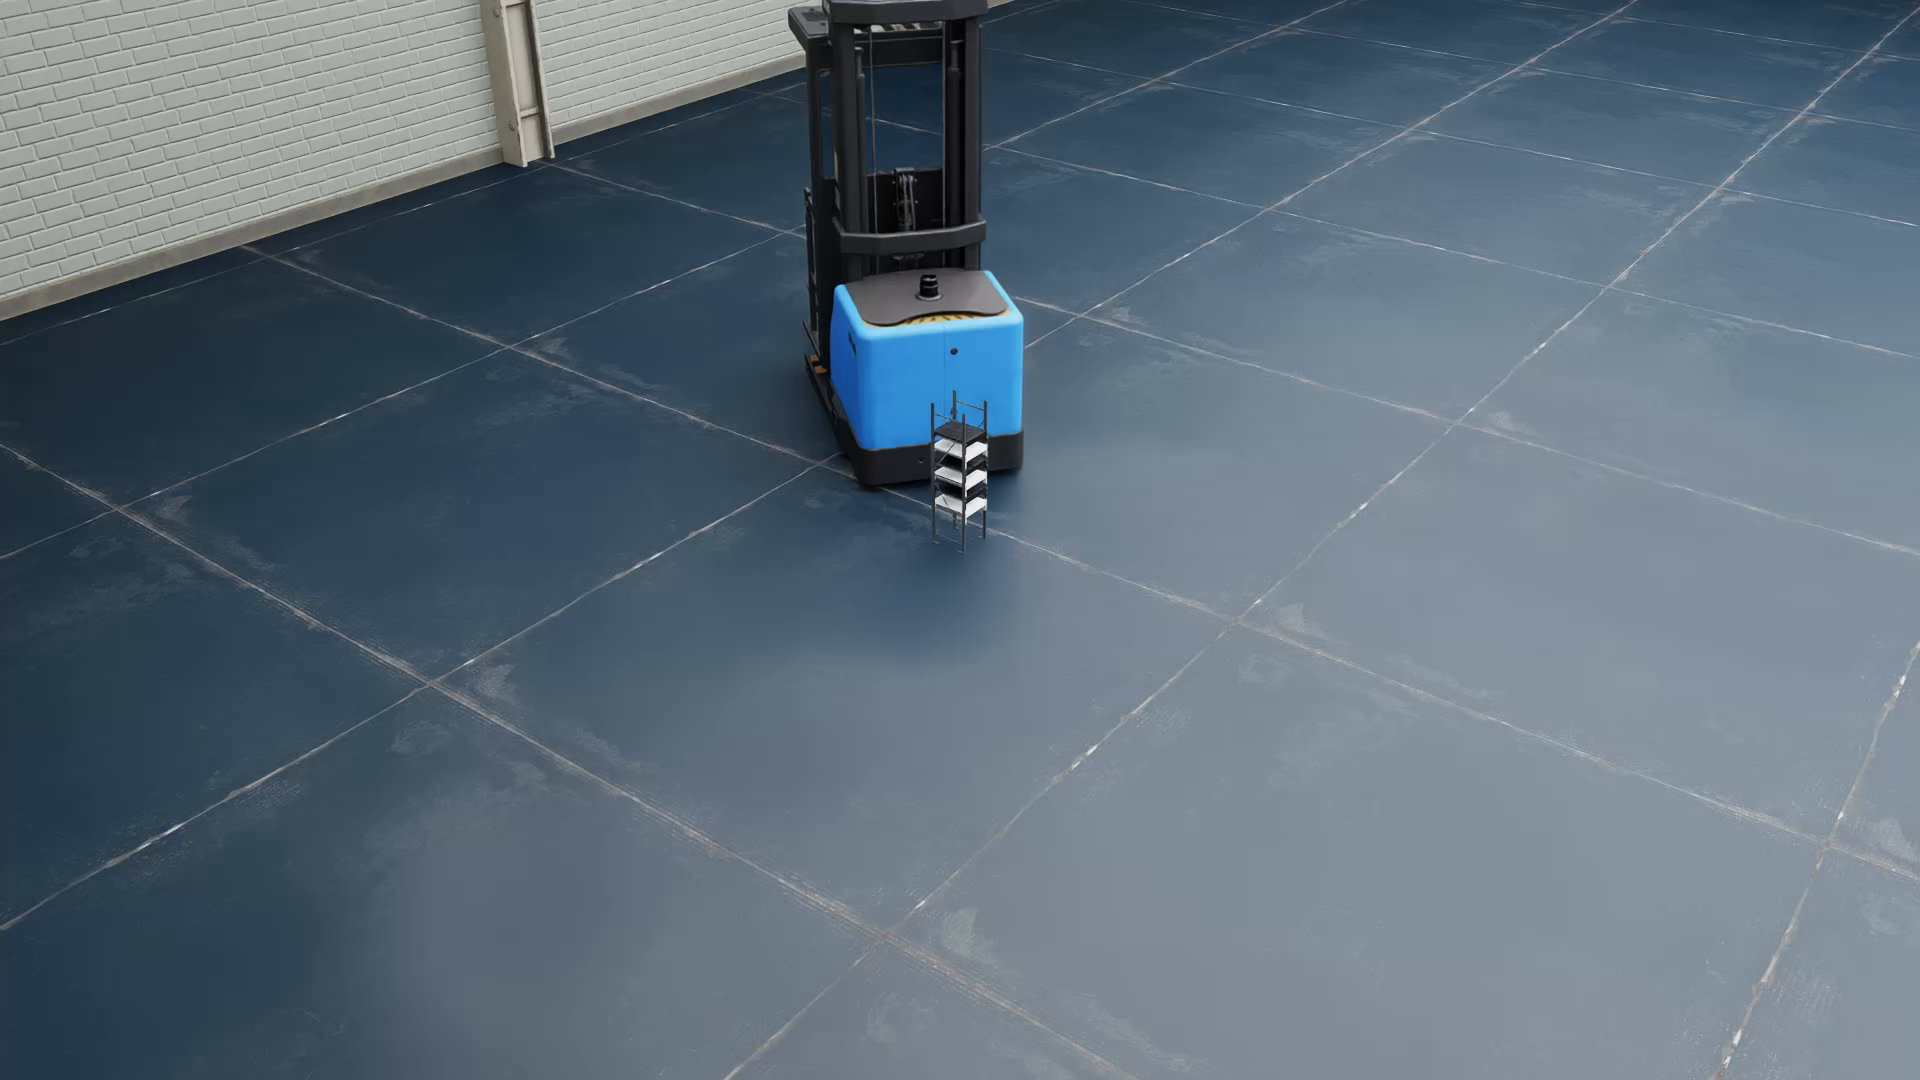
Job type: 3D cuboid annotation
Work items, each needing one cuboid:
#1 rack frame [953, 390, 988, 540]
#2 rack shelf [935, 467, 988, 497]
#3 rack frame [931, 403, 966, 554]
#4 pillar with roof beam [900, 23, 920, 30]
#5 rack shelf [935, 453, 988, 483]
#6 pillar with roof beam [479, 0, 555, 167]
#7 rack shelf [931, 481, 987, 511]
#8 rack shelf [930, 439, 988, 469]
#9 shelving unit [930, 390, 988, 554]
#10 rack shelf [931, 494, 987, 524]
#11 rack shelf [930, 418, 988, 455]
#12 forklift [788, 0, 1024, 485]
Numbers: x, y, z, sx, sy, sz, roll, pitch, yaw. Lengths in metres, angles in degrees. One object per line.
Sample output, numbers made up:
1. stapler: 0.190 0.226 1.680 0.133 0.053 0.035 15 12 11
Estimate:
1. rack frame: 0.056 -0.425 9.585 0.240 0.900 0.006 21 37 31
2. rack shelf: -0.005 -0.355 9.532 0.258 0.077 0.200 21 37 31
3. rack frame: -0.066 -0.342 9.445 0.240 0.900 0.006 21 37 31
4. pillar with roof beam: 2.930 -8.629 15.484 9.100 9.000 0.400 21 37 31
5. rack shelf: -0.005 -0.433 9.486 0.258 0.077 0.200 21 37 31
6. pillar with roof beam: -0.692 -6.190 11.369 9.100 9.000 0.400 21 37 31
7. rack shelf: -0.005 -0.278 9.578 0.258 0.077 0.200 21 37 31
8. rack shelf: -0.005 -0.510 9.440 0.258 0.077 0.200 21 37 31
9. shelving unit: -0.005 -0.384 9.515 0.258 0.900 0.210 21 37 31
10. rack shelf: -0.005 -0.200 9.624 0.258 0.077 0.200 21 37 31
11. rack shelf: -0.005 -0.587 9.394 0.258 0.077 0.200 21 37 31
12. forklift: -0.463 -2.339 10.822 1.130 2.935 3.031 -7 31 -12
